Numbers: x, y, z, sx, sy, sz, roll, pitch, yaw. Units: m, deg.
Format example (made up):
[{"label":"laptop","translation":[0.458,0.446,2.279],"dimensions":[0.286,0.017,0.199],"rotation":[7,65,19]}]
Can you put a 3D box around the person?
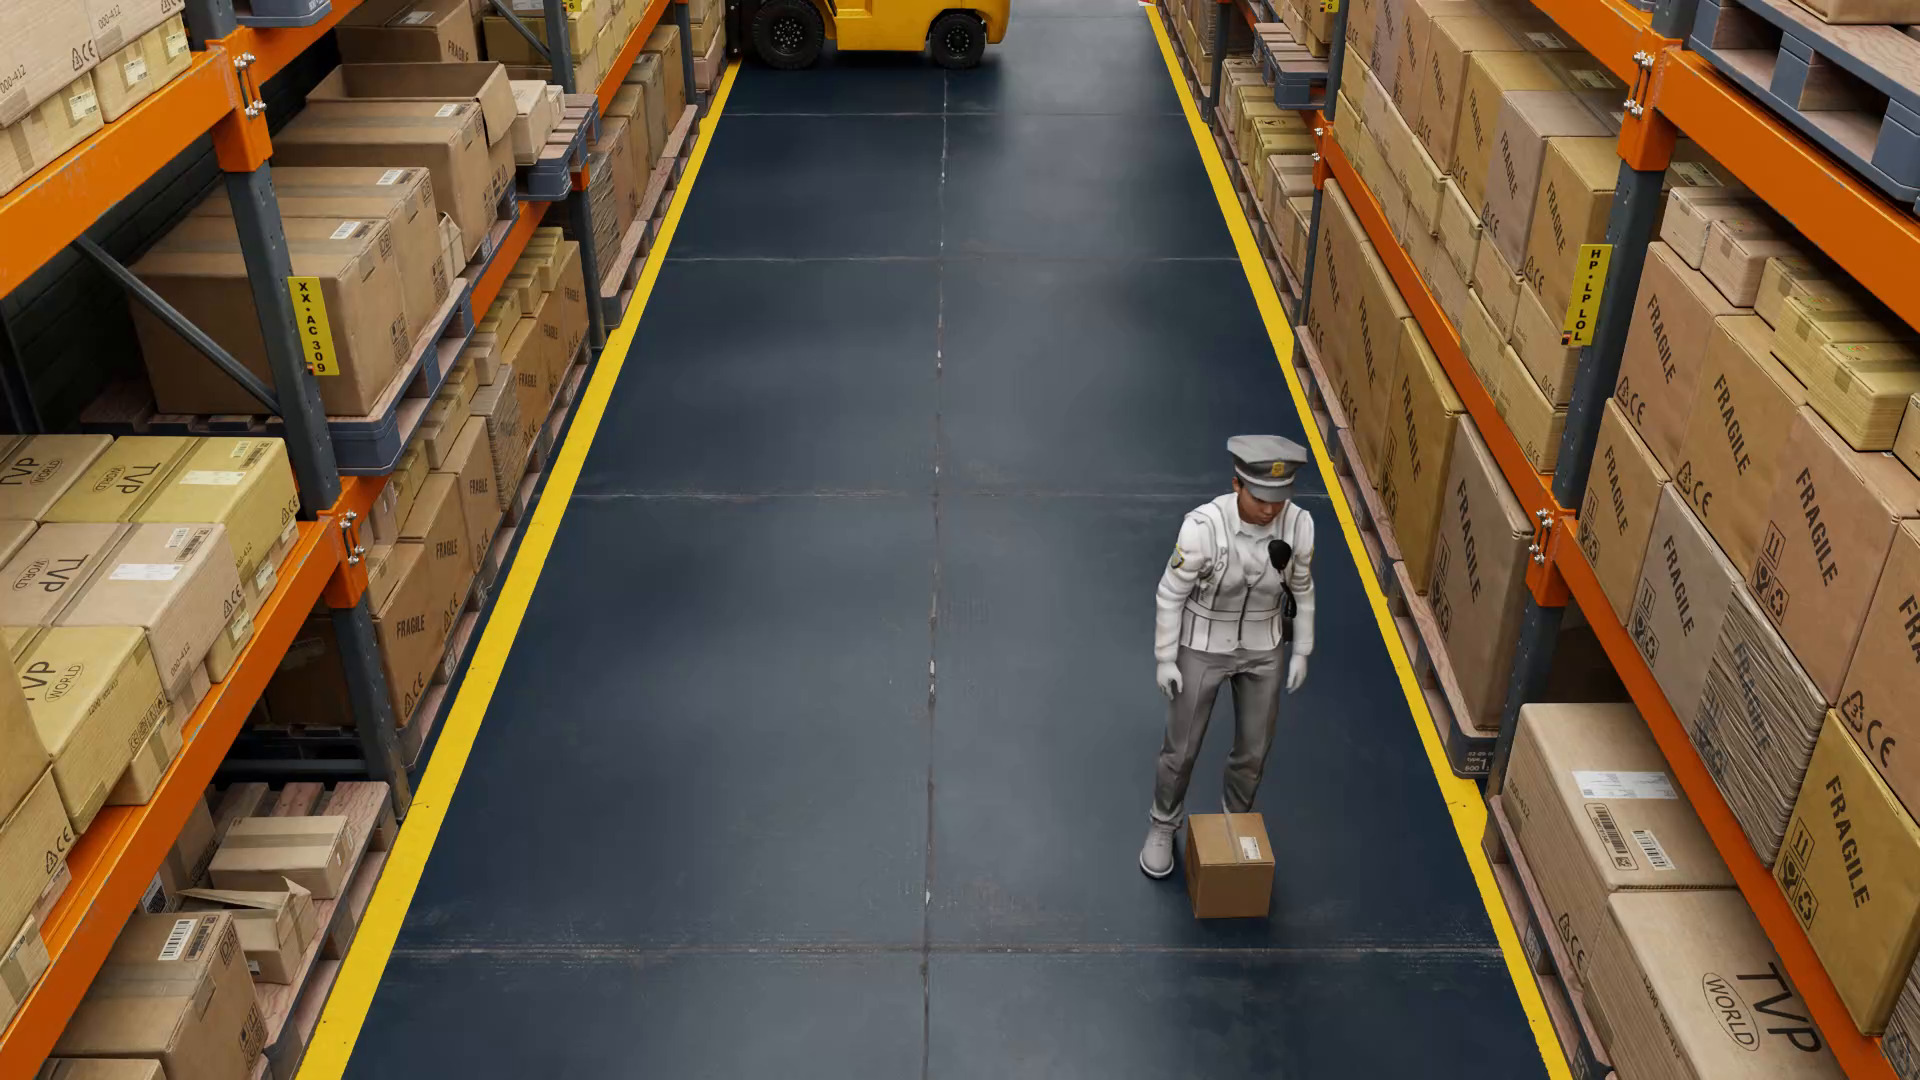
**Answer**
[{"label":"person","translation":[0.901,0.383,5.511],"dimensions":[0.548,1.665,0.374],"rotation":[-2,32,-4]}]
